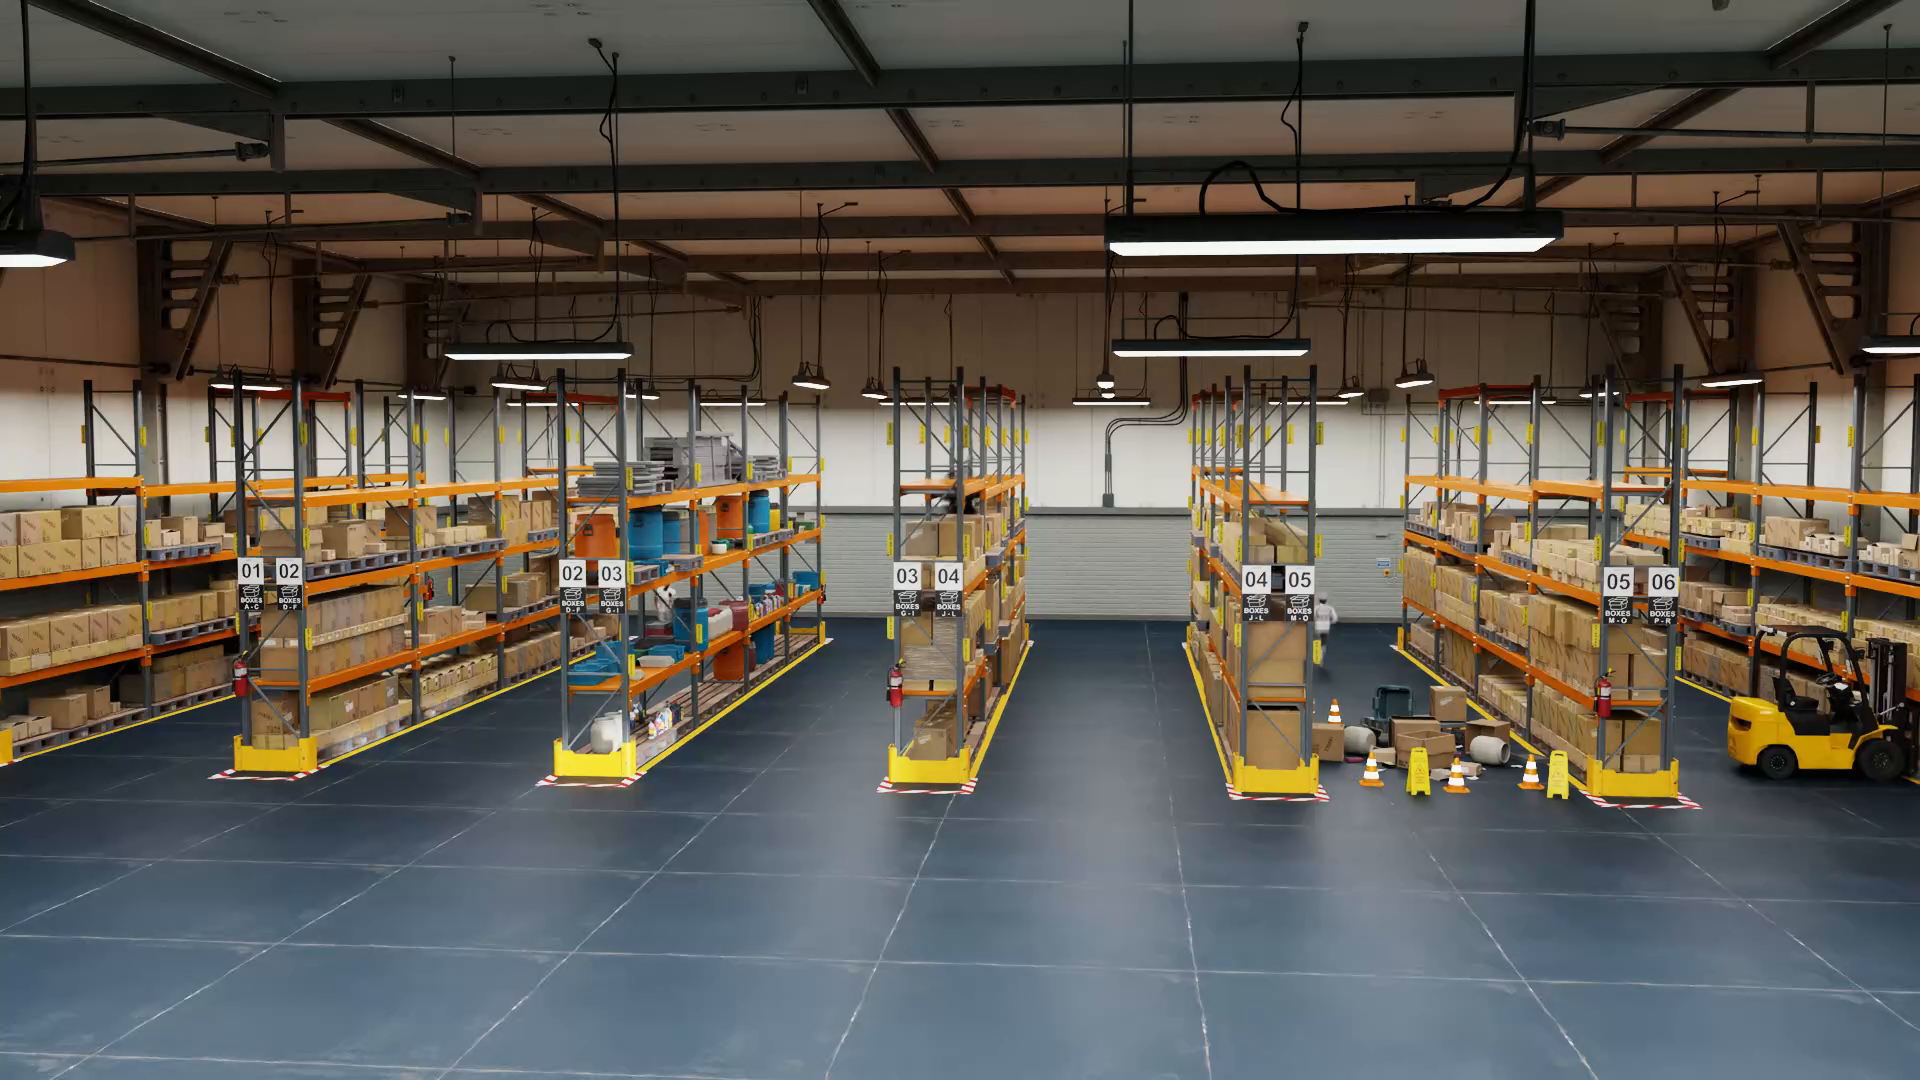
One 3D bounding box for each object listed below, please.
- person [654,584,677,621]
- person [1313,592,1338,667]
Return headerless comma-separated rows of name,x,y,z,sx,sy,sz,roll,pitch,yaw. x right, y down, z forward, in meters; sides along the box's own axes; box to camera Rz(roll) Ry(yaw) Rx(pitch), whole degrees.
person,-7.004,1.720,39.634,0.575,1.676,0.906,0,4,-3
person,7.854,1.951,36.003,0.626,1.663,0.554,0,4,-2
